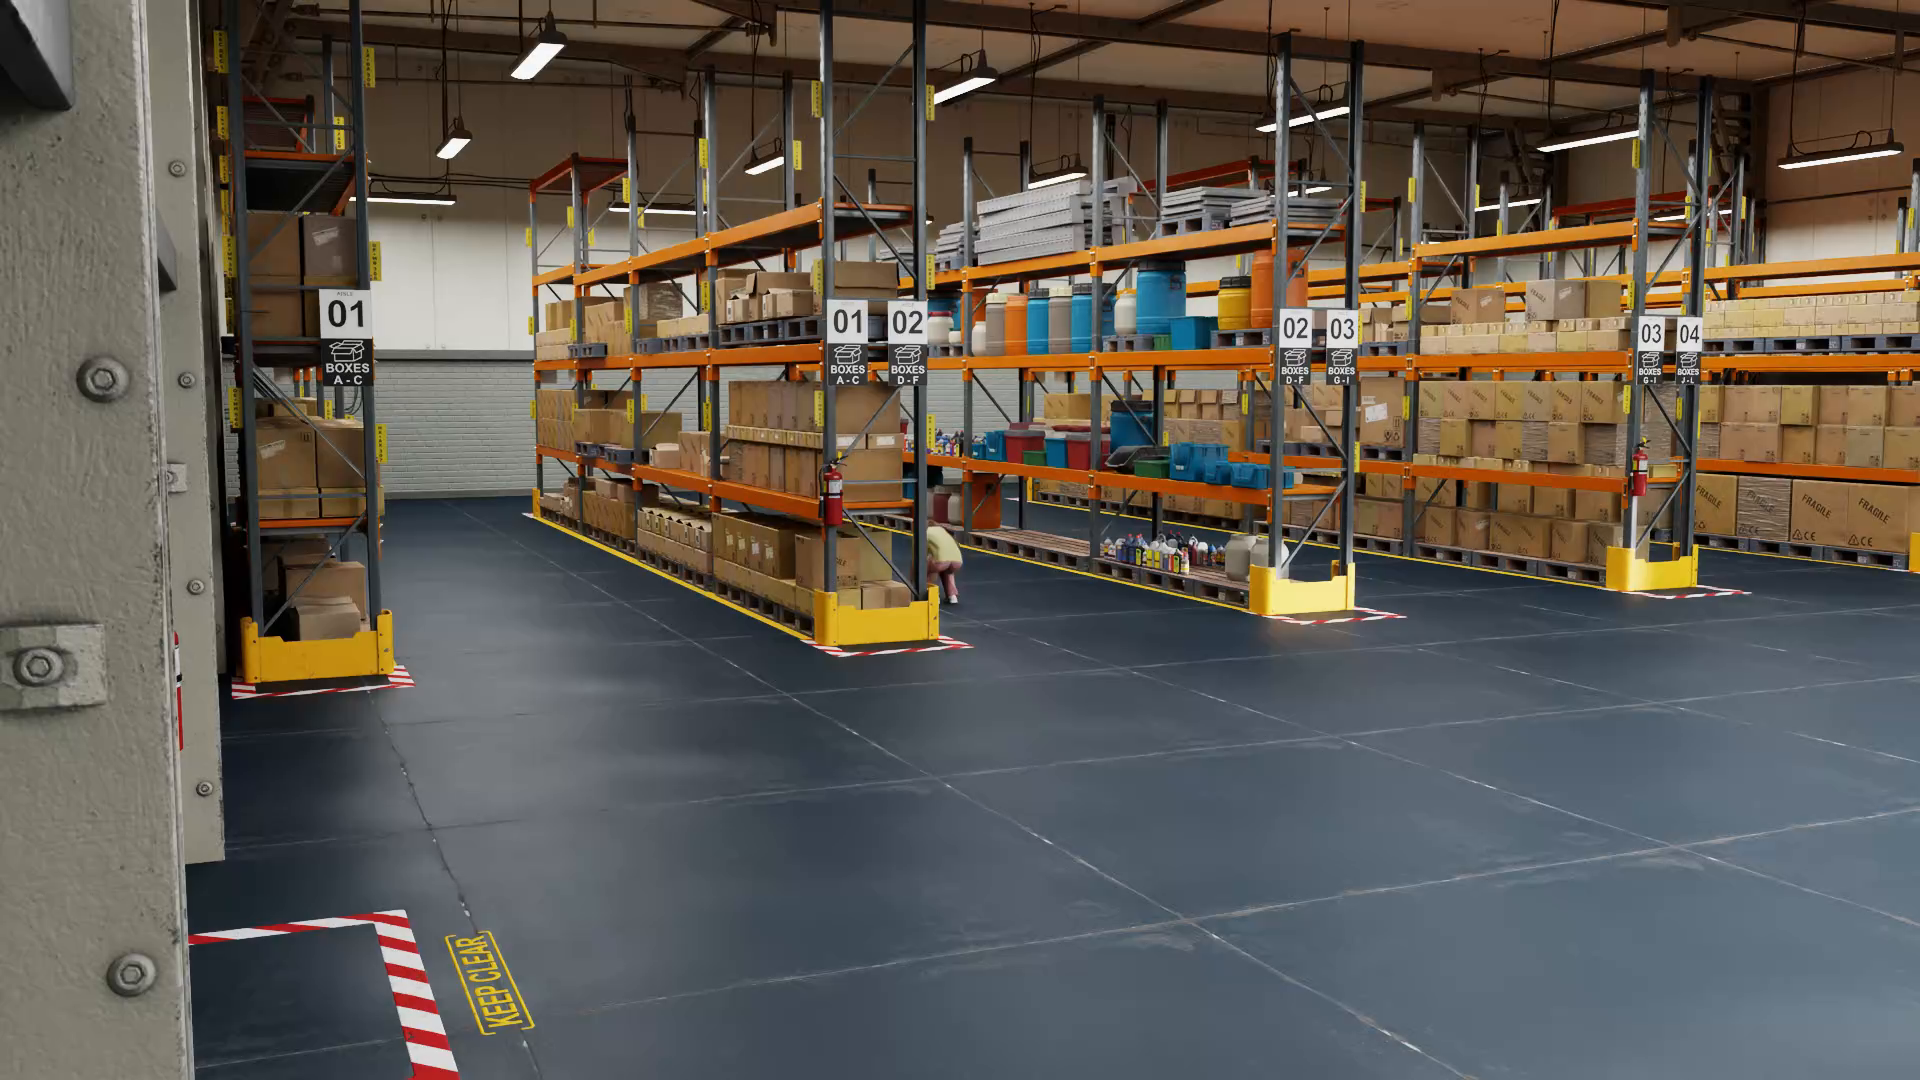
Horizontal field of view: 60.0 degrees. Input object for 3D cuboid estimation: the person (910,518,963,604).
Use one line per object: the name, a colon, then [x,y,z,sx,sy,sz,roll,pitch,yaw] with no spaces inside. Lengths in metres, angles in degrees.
person: [-0.278,0.223,18.553,0.468,0.931,0.840,-3,6,-26]
